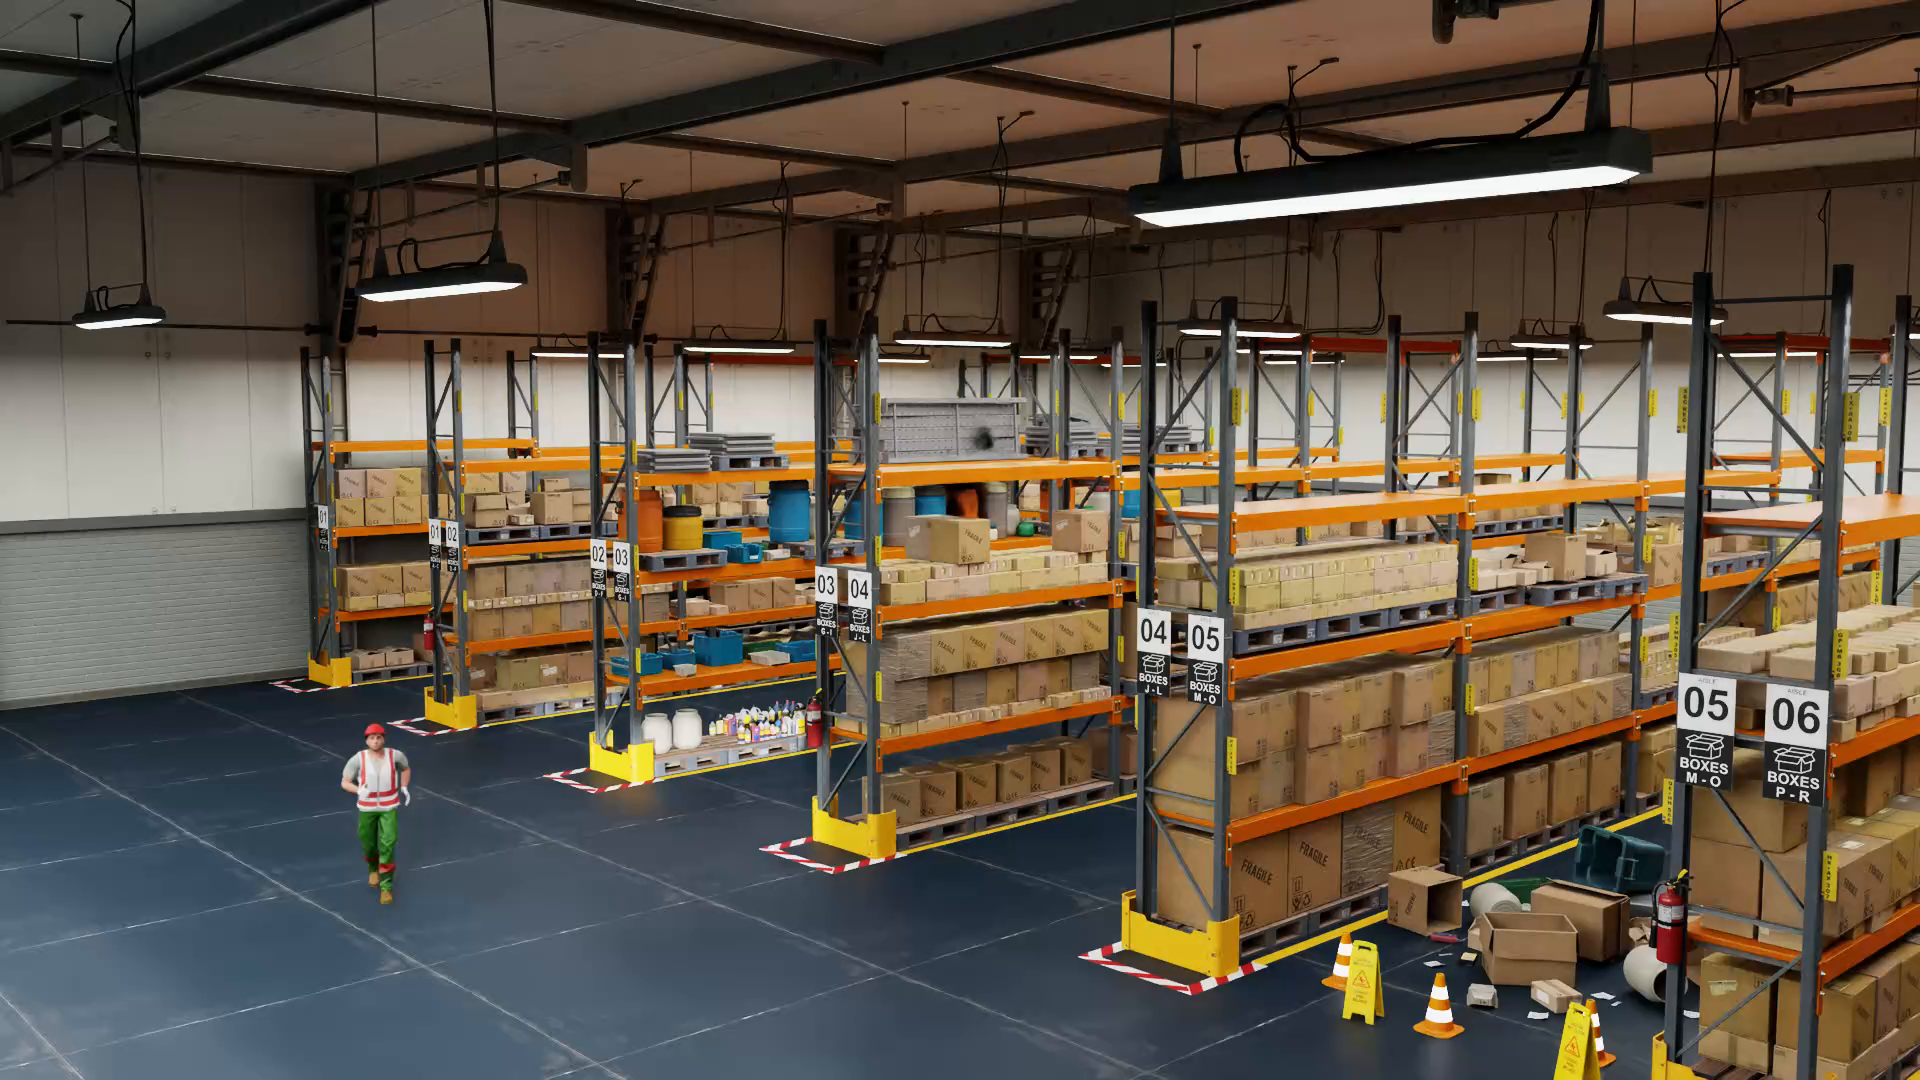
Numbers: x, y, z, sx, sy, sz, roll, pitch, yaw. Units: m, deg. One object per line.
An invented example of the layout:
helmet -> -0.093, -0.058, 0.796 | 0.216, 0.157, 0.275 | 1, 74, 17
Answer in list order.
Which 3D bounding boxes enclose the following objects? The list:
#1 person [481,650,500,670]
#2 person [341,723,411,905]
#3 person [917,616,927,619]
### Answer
person -> -8.070, 1.809, 28.666 | 0.741, 1.717, 0.698 | 3, 6, 31
person -> -5.969, 2.757, 17.030 | 0.673, 1.784, 0.865 | -2, 5, -19
person -> -0.736, 1.413, 29.960 | 0.674, 1.697, 0.577 | 4, 6, 37
